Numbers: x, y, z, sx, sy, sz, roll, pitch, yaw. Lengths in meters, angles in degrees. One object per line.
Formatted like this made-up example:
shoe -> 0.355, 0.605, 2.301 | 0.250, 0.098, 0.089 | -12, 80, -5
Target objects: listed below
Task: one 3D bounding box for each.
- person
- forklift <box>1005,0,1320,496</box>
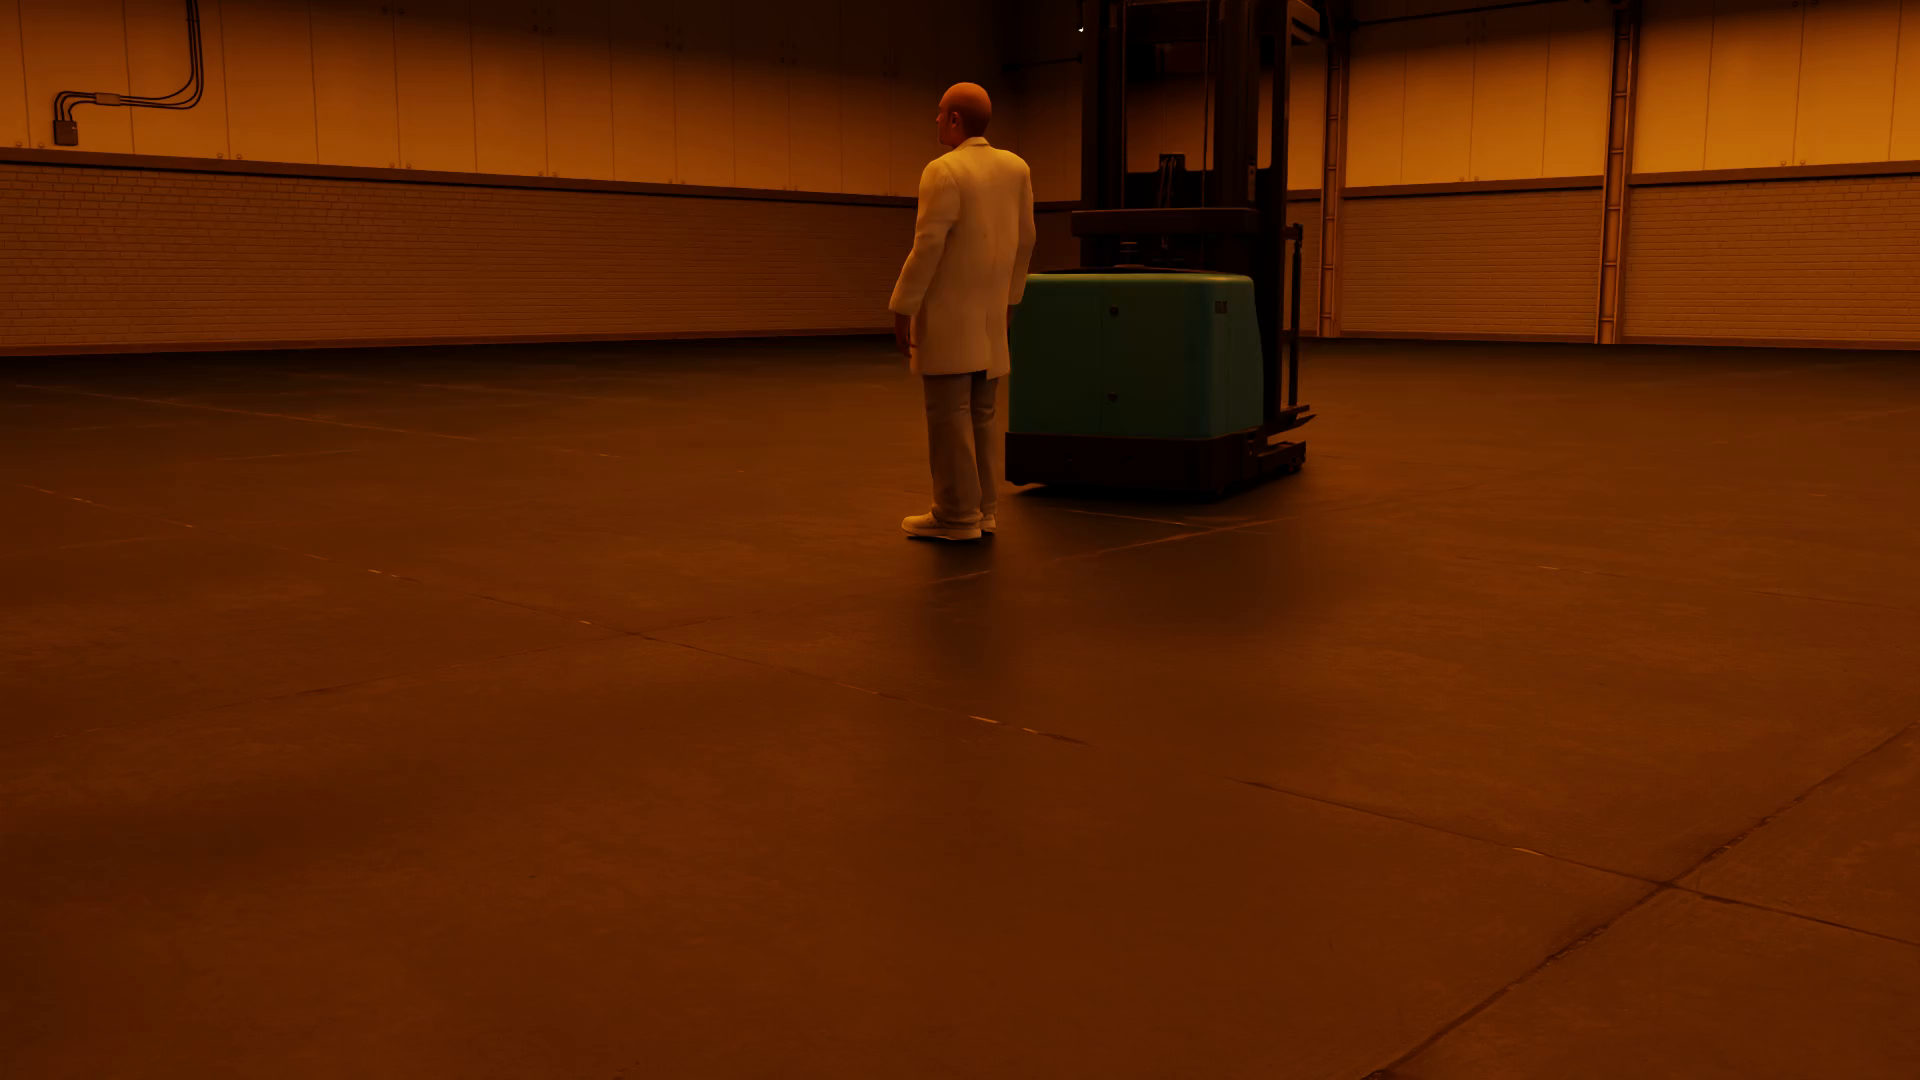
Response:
person -> -0.063, -0.896, 6.649 | 0.578, 1.777, 0.698 | 8, 12, 43
forklift -> 1.298, -1.838, 9.082 | 1.130, 2.935, 3.031 | 4, 9, 24
